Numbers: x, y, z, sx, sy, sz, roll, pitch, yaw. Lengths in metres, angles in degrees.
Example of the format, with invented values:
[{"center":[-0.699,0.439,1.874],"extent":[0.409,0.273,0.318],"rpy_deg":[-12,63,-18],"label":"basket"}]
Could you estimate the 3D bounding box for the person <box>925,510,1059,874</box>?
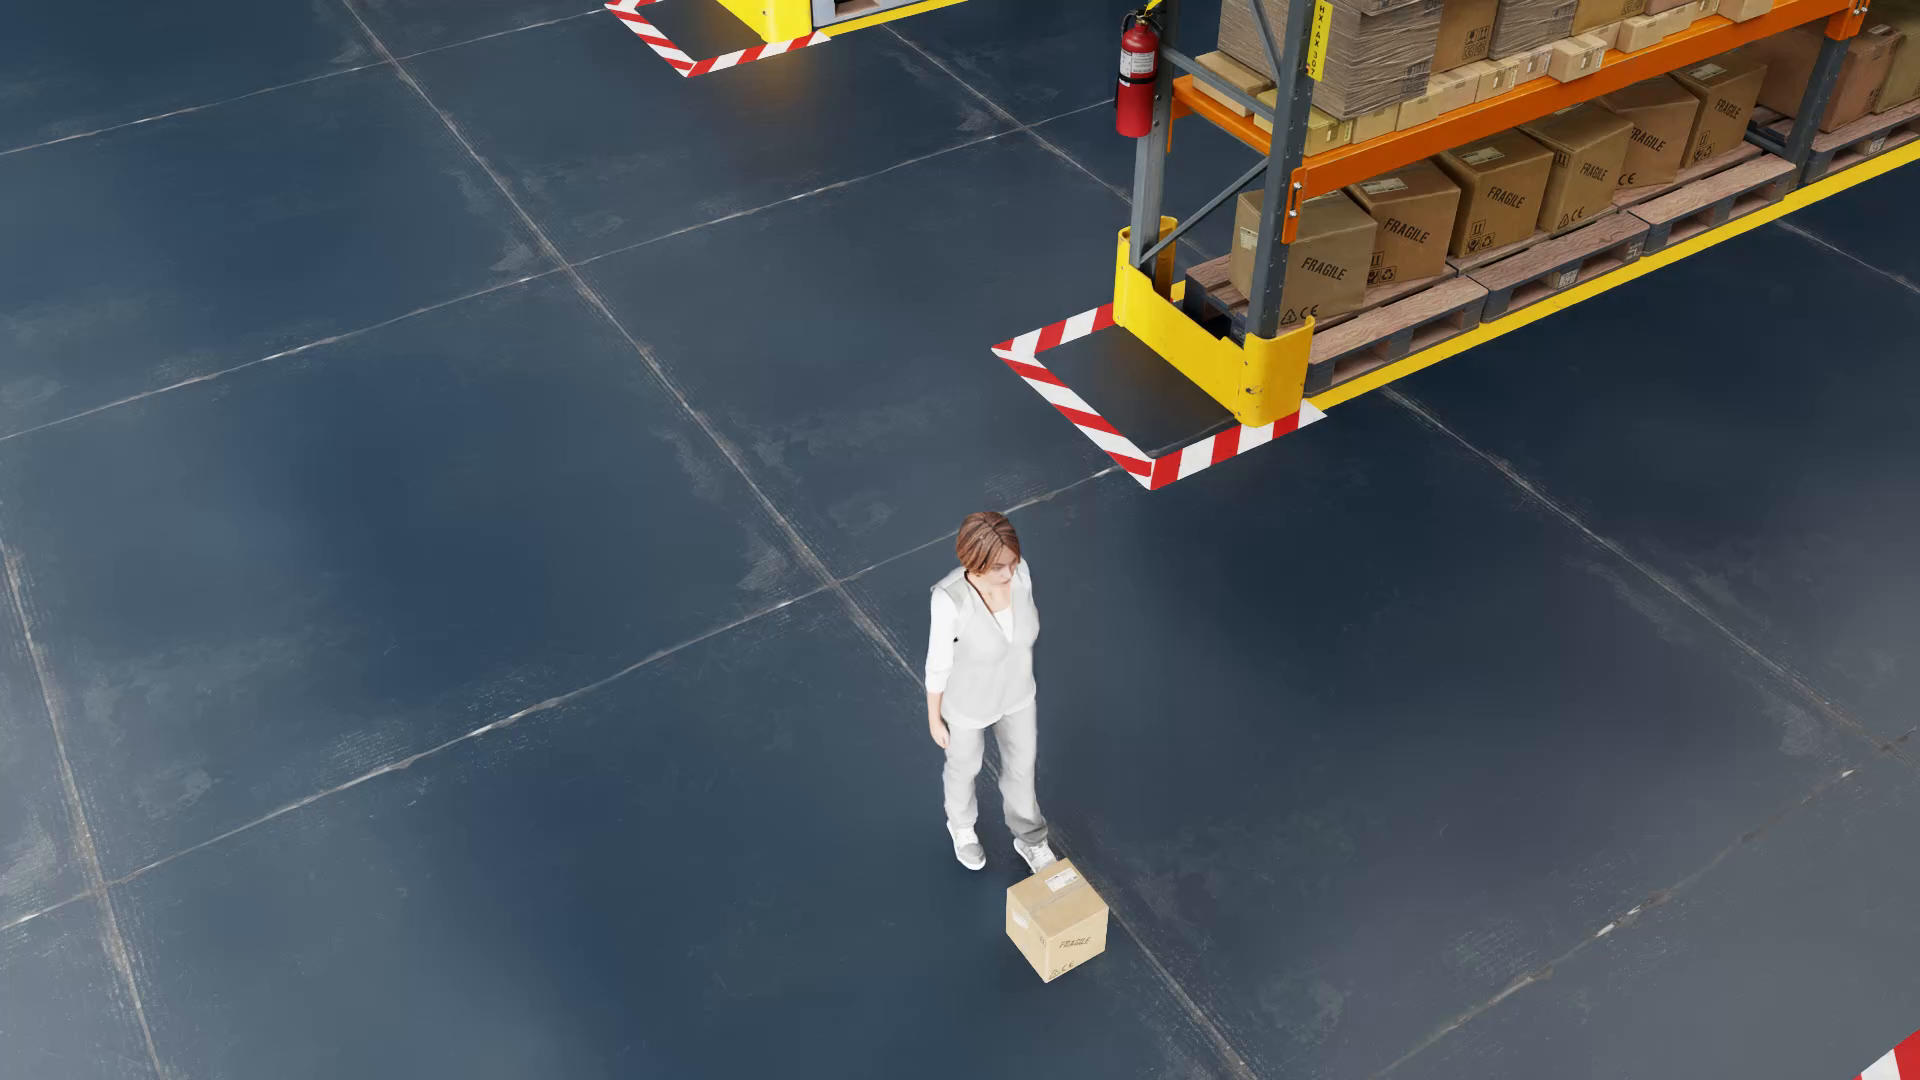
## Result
[{"center":[0.110,0.559,5.522],"extent":[0.438,1.600,0.502],"rpy_deg":[-23,46,-24],"label":"person"}]
